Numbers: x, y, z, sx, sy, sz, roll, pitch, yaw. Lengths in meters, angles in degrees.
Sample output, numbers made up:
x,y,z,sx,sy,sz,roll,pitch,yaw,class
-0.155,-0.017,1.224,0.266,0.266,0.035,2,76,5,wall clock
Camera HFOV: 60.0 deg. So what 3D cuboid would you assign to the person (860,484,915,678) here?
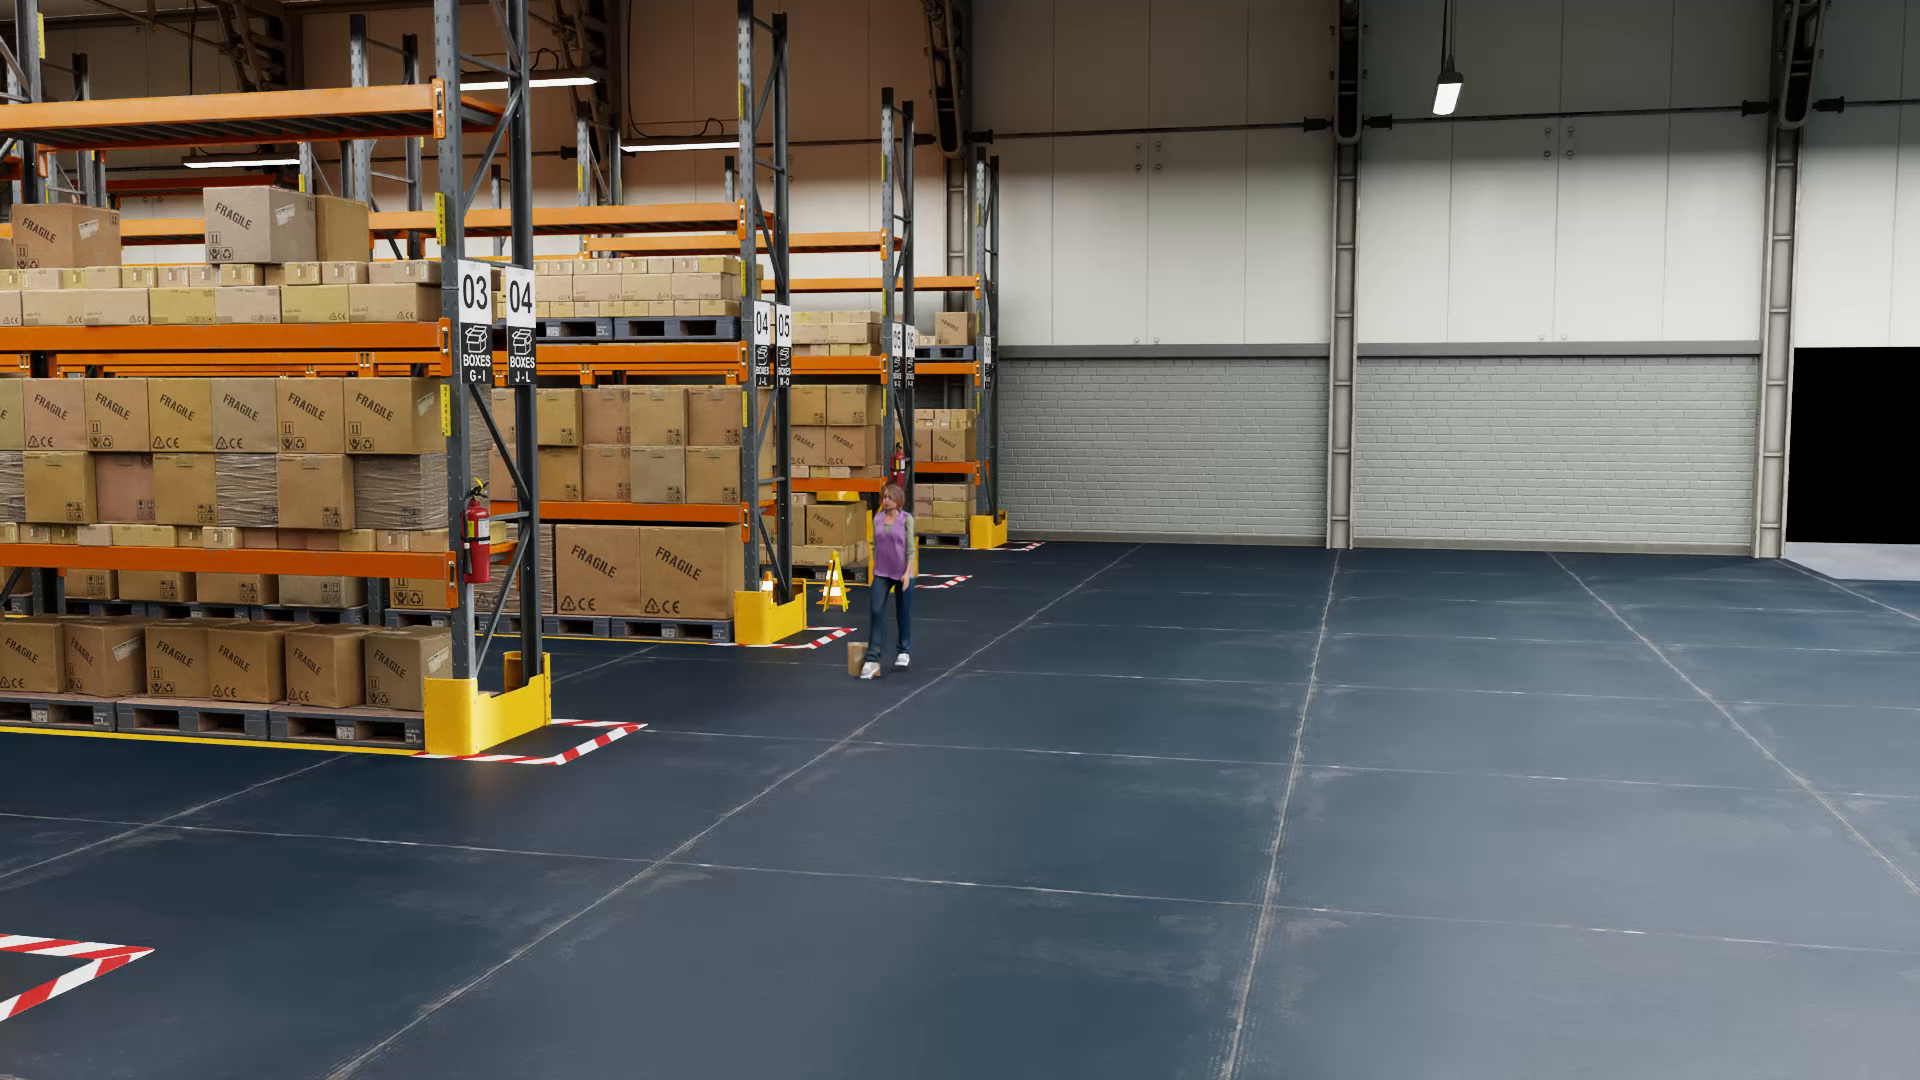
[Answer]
x,y,z,sx,sy,sz,roll,pitch,yaw,class
-0.578,0.318,13.884,0.422,1.574,0.835,1,5,14,person
